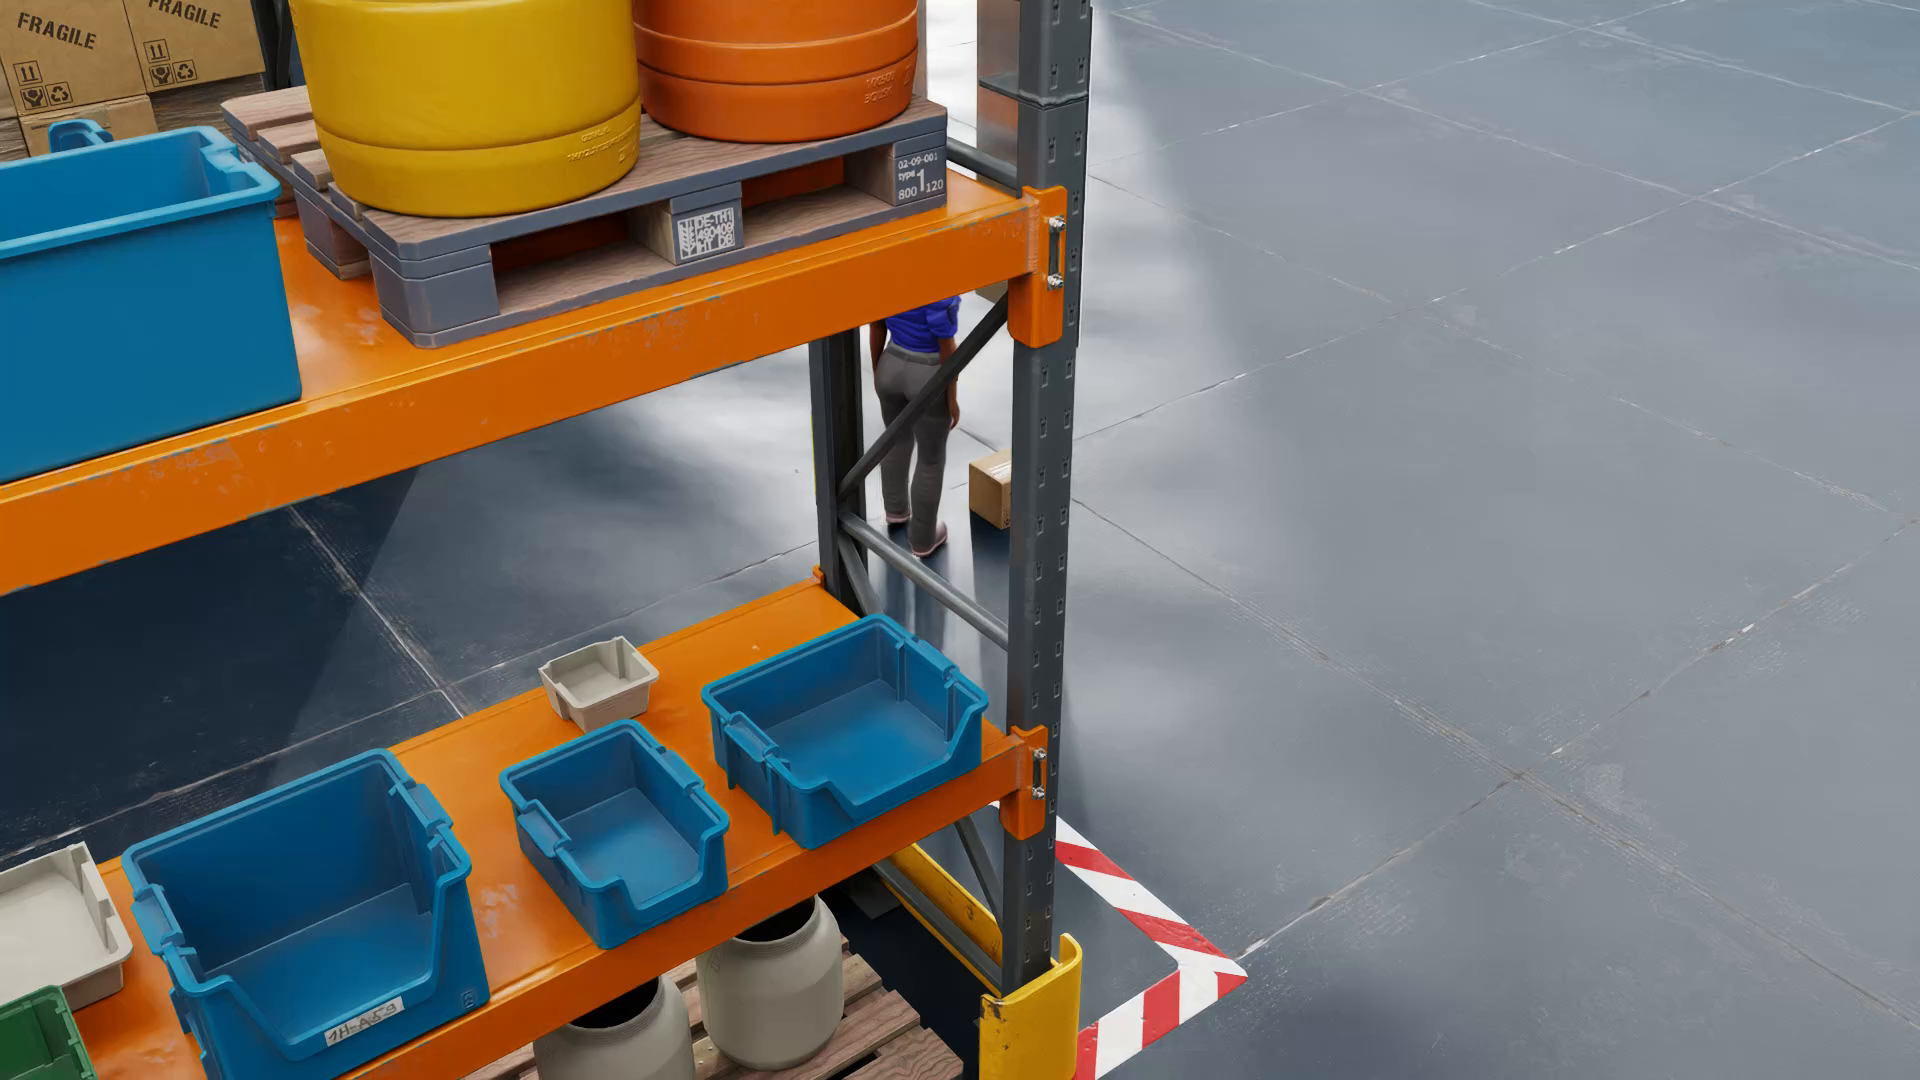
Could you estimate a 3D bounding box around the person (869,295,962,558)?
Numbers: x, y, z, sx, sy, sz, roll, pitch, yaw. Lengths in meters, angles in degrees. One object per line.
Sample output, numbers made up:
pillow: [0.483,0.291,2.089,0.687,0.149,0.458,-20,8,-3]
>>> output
person: [-0.167,-0.706,7.281,0.530,1.707,0.434,19,37,28]
